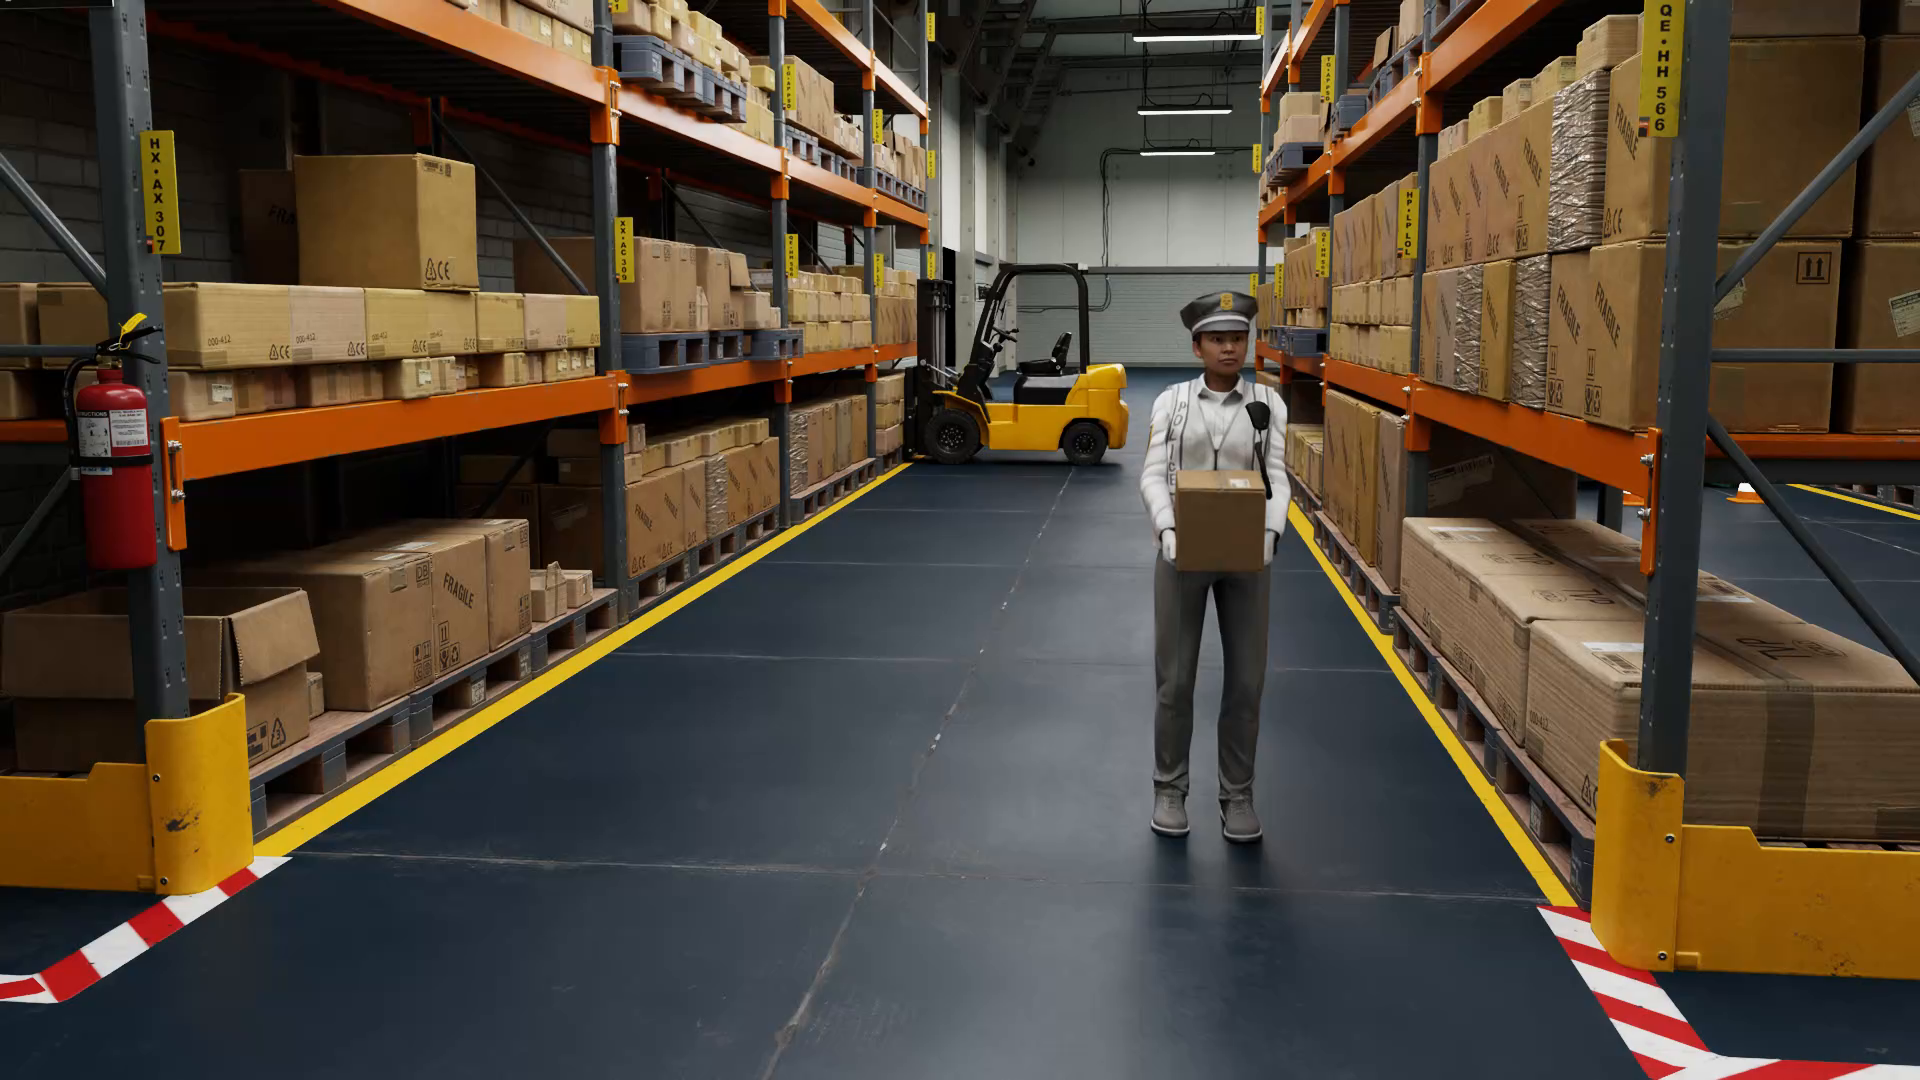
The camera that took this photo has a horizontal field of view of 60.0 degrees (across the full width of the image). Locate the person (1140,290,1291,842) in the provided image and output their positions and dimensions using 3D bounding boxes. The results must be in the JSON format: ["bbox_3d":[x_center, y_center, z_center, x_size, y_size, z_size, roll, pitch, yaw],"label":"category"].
[{"bbox_3d":[0.784,0.079,5.138,0.459,1.687,0.547,1,8,5],"label":"person"}]
